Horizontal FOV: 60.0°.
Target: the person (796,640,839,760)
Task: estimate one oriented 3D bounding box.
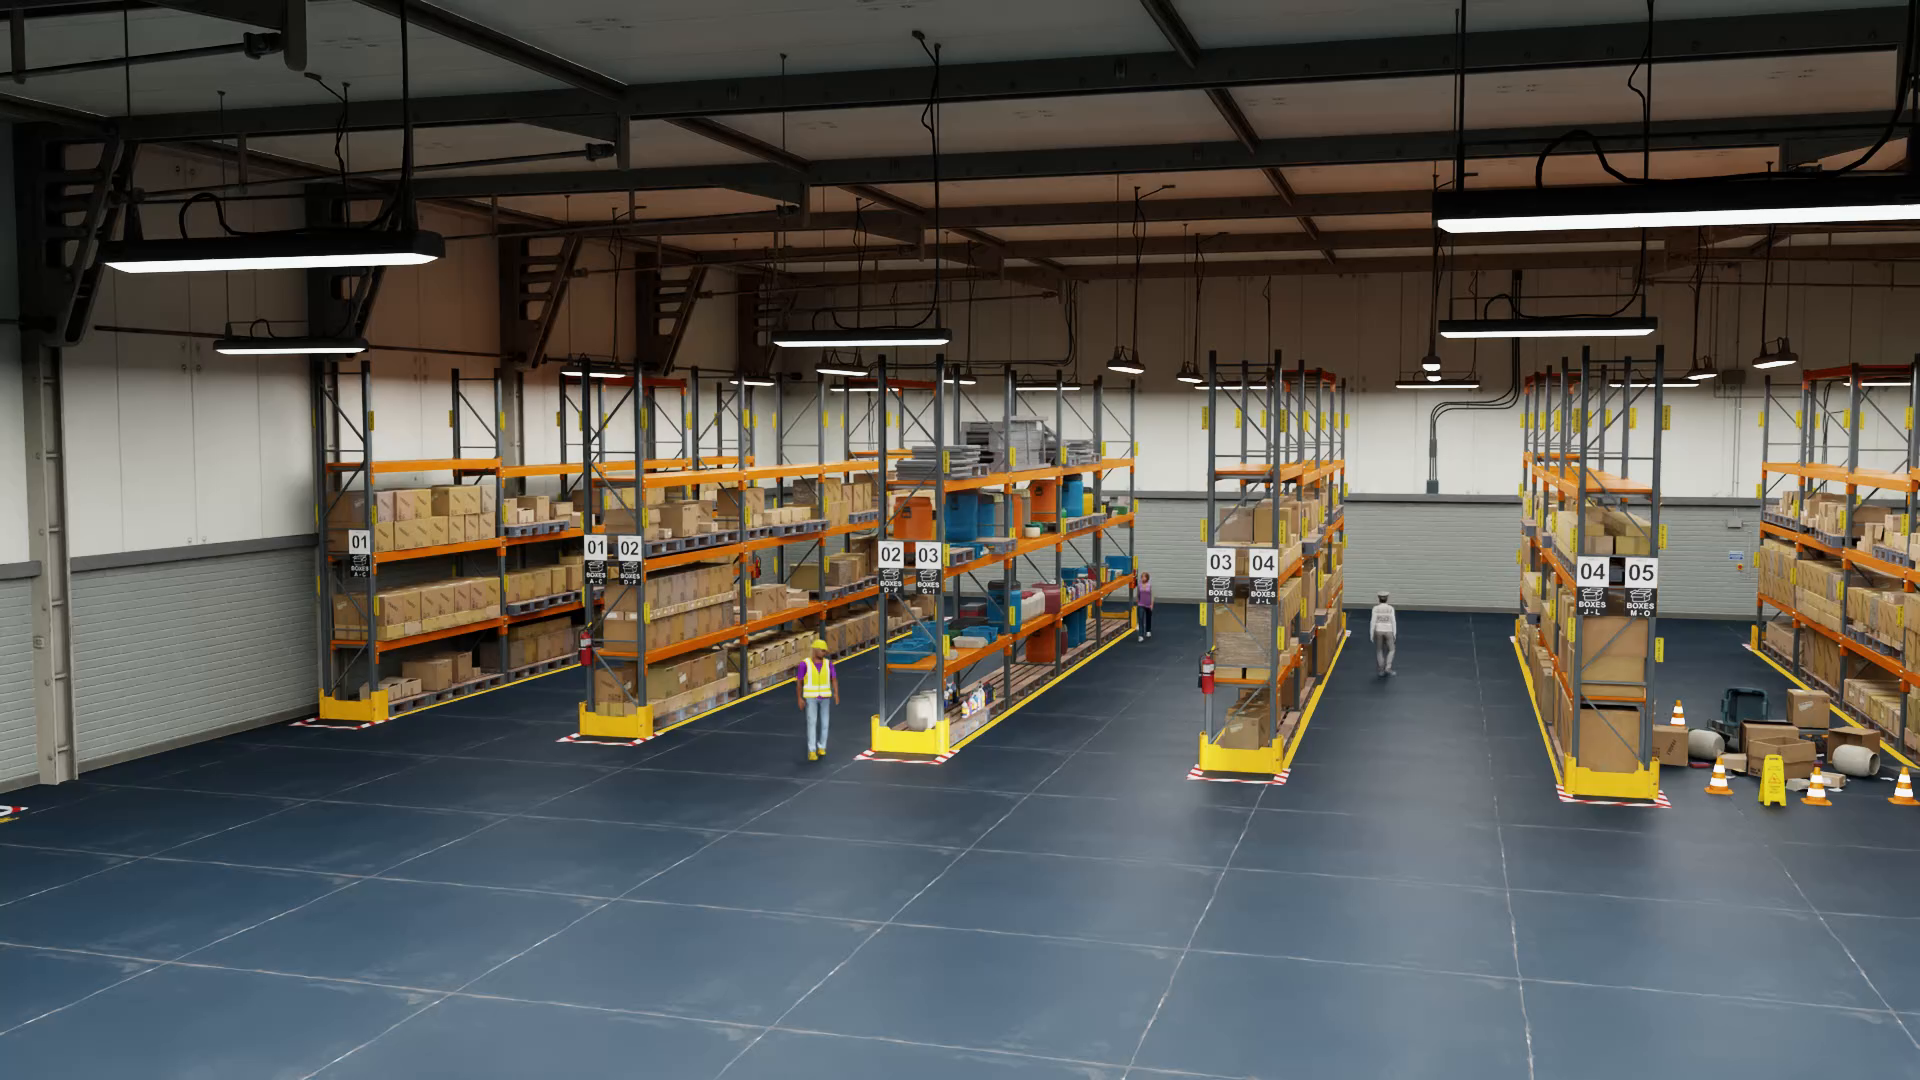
[{"bbox_3d":[-2.066,2.381,24.666,0.597,1.748,0.822,-1,4,-20],"label":"person"}]

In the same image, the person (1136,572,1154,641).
[{"bbox_3d":[4.225,1.498,37.929,0.421,1.539,0.972,1,4,10],"label":"person"}]

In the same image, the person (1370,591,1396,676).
[{"bbox_3d":[8.294,1.846,32.600,0.512,1.673,0.499,1,4,13],"label":"person"}]
